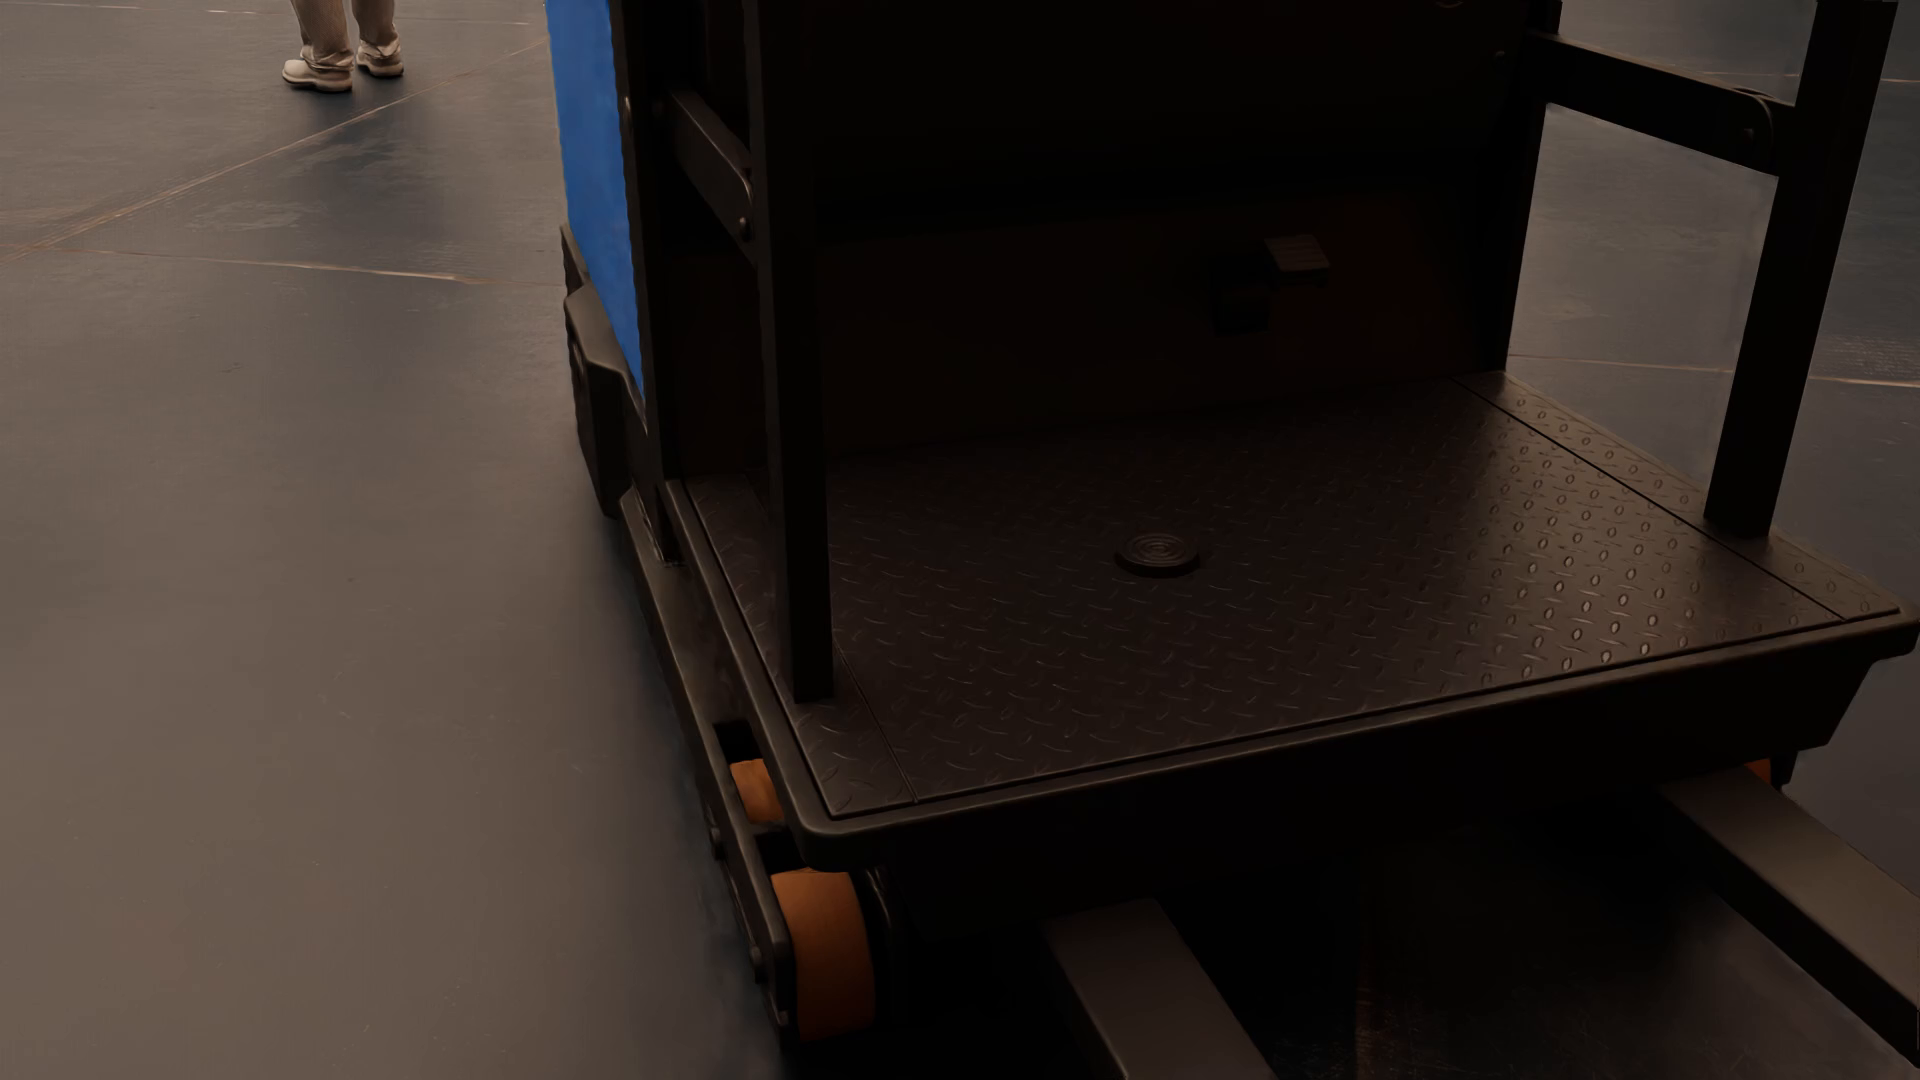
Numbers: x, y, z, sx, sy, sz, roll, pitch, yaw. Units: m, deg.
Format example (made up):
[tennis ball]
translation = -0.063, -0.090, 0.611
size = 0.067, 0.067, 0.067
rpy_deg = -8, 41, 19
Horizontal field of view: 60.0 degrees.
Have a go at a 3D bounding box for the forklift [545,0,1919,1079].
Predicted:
[forklift]
translation = 0.251, -1.043, 1.313
size = 1.130, 2.935, 3.031
rpy_deg = -9, 28, -16

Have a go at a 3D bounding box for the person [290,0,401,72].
[person]
translation = -2.001, -2.277, 4.971
size = 0.666, 1.706, 0.420
rpy_deg = -23, 35, -38
